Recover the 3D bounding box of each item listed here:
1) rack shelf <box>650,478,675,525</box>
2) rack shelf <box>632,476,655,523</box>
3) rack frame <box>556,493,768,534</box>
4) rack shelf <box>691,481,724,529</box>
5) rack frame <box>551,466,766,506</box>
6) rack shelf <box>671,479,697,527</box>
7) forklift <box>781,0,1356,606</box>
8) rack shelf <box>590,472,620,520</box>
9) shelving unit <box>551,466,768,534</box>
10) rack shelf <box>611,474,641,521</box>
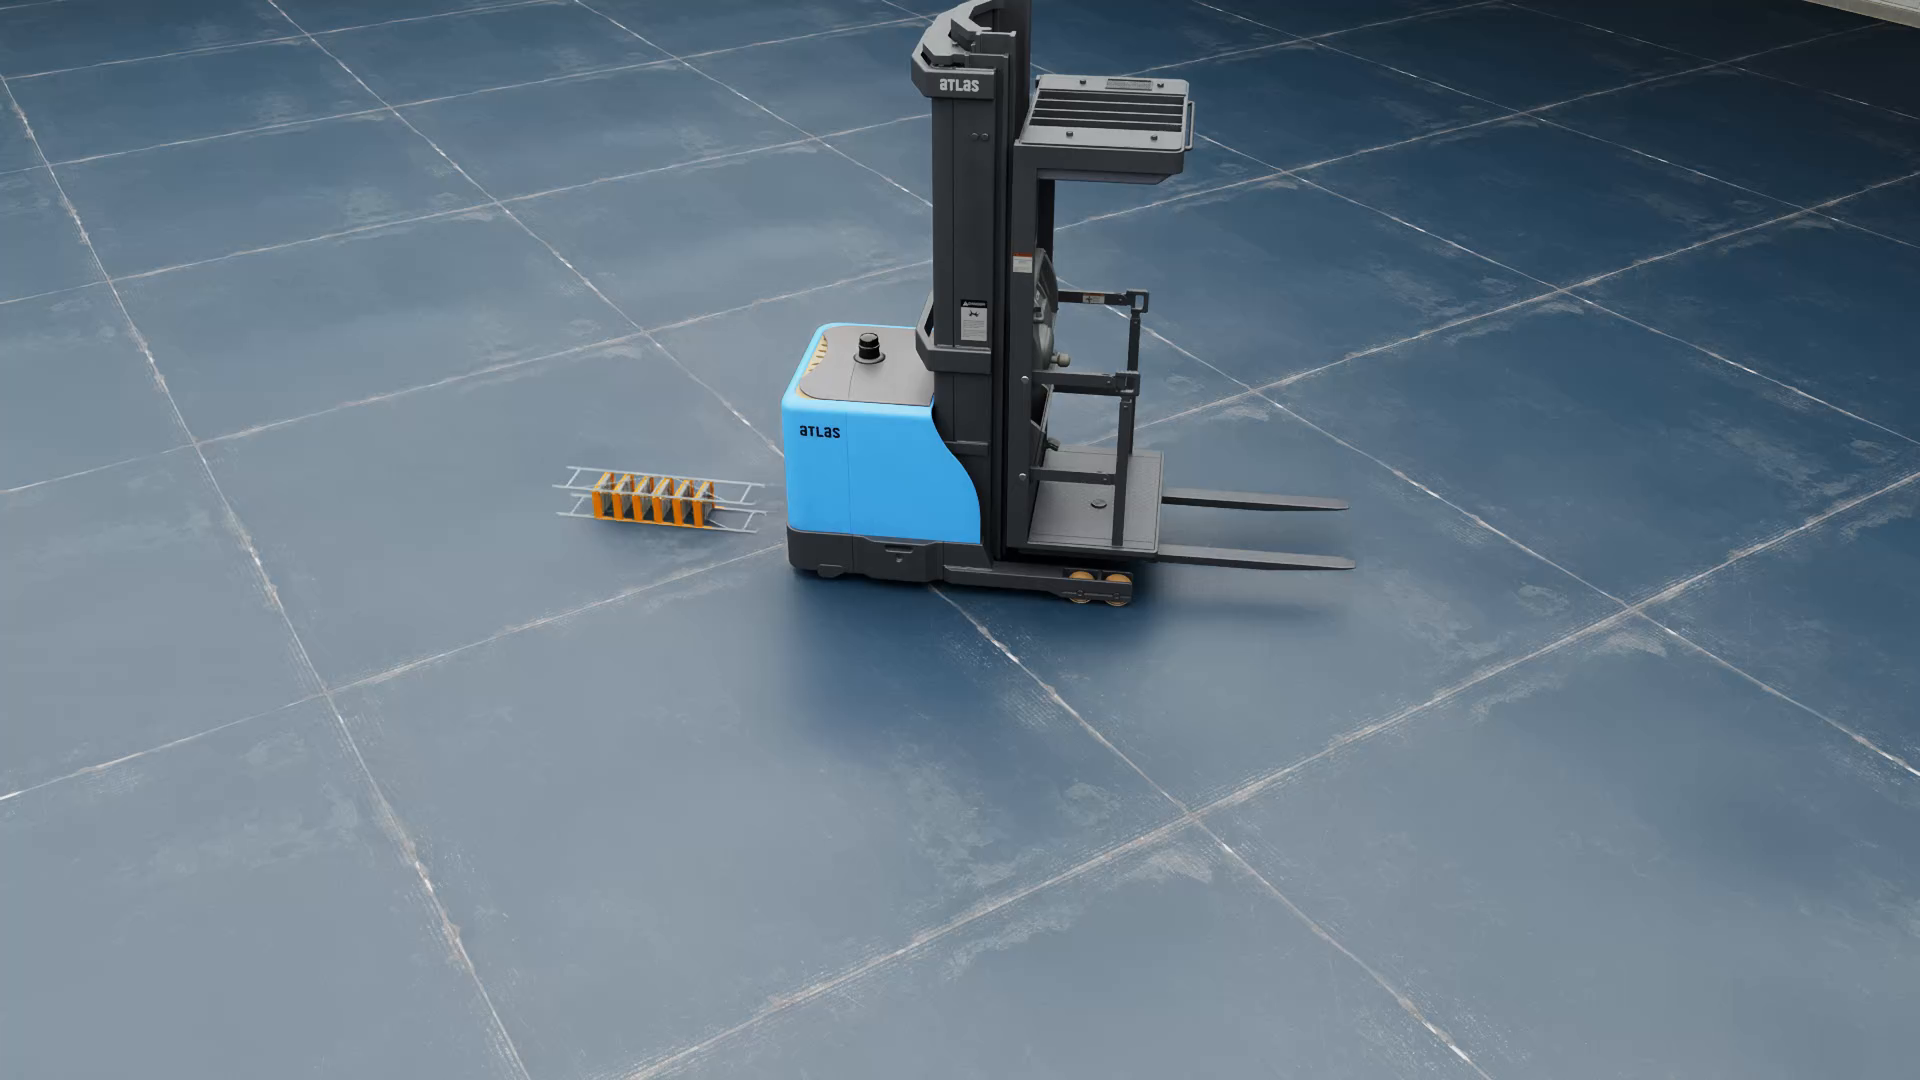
[{"bbox_3d":[-1.679,-0.229,9.550,0.103,0.180,0.258,5,33,9],"label":"rack shelf"},{"bbox_3d":[-1.797,-0.240,9.569,0.103,0.180,0.258,5,33,9],"label":"rack shelf"},{"bbox_3d":[-1.722,-0.156,9.606,1.200,0.006,0.240,5,33,9],"label":"rack frame"},{"bbox_3d":[-1.443,-0.207,9.512,0.103,0.180,0.258,5,33,9],"label":"rack shelf"},{"bbox_3d":[-1.723,-0.310,9.509,1.200,0.006,0.240,5,33,9],"label":"rack frame"},{"bbox_3d":[-1.561,-0.218,9.531,0.103,0.180,0.258,5,33,9],"label":"rack shelf"},{"bbox_3d":[0.624,-1.193,8.516,3.031,2.935,1.130,4,32,7],"label":"forklift"},{"bbox_3d":[-2.033,-0.262,9.607,0.103,0.180,0.258,5,33,9],"label":"rack shelf"},{"bbox_3d":[-1.723,-0.233,9.557,1.200,0.189,0.258,5,33,9],"label":"shelving unit"},{"bbox_3d":[-1.915,-0.251,9.588,0.103,0.180,0.258,5,33,9],"label":"rack shelf"}]
